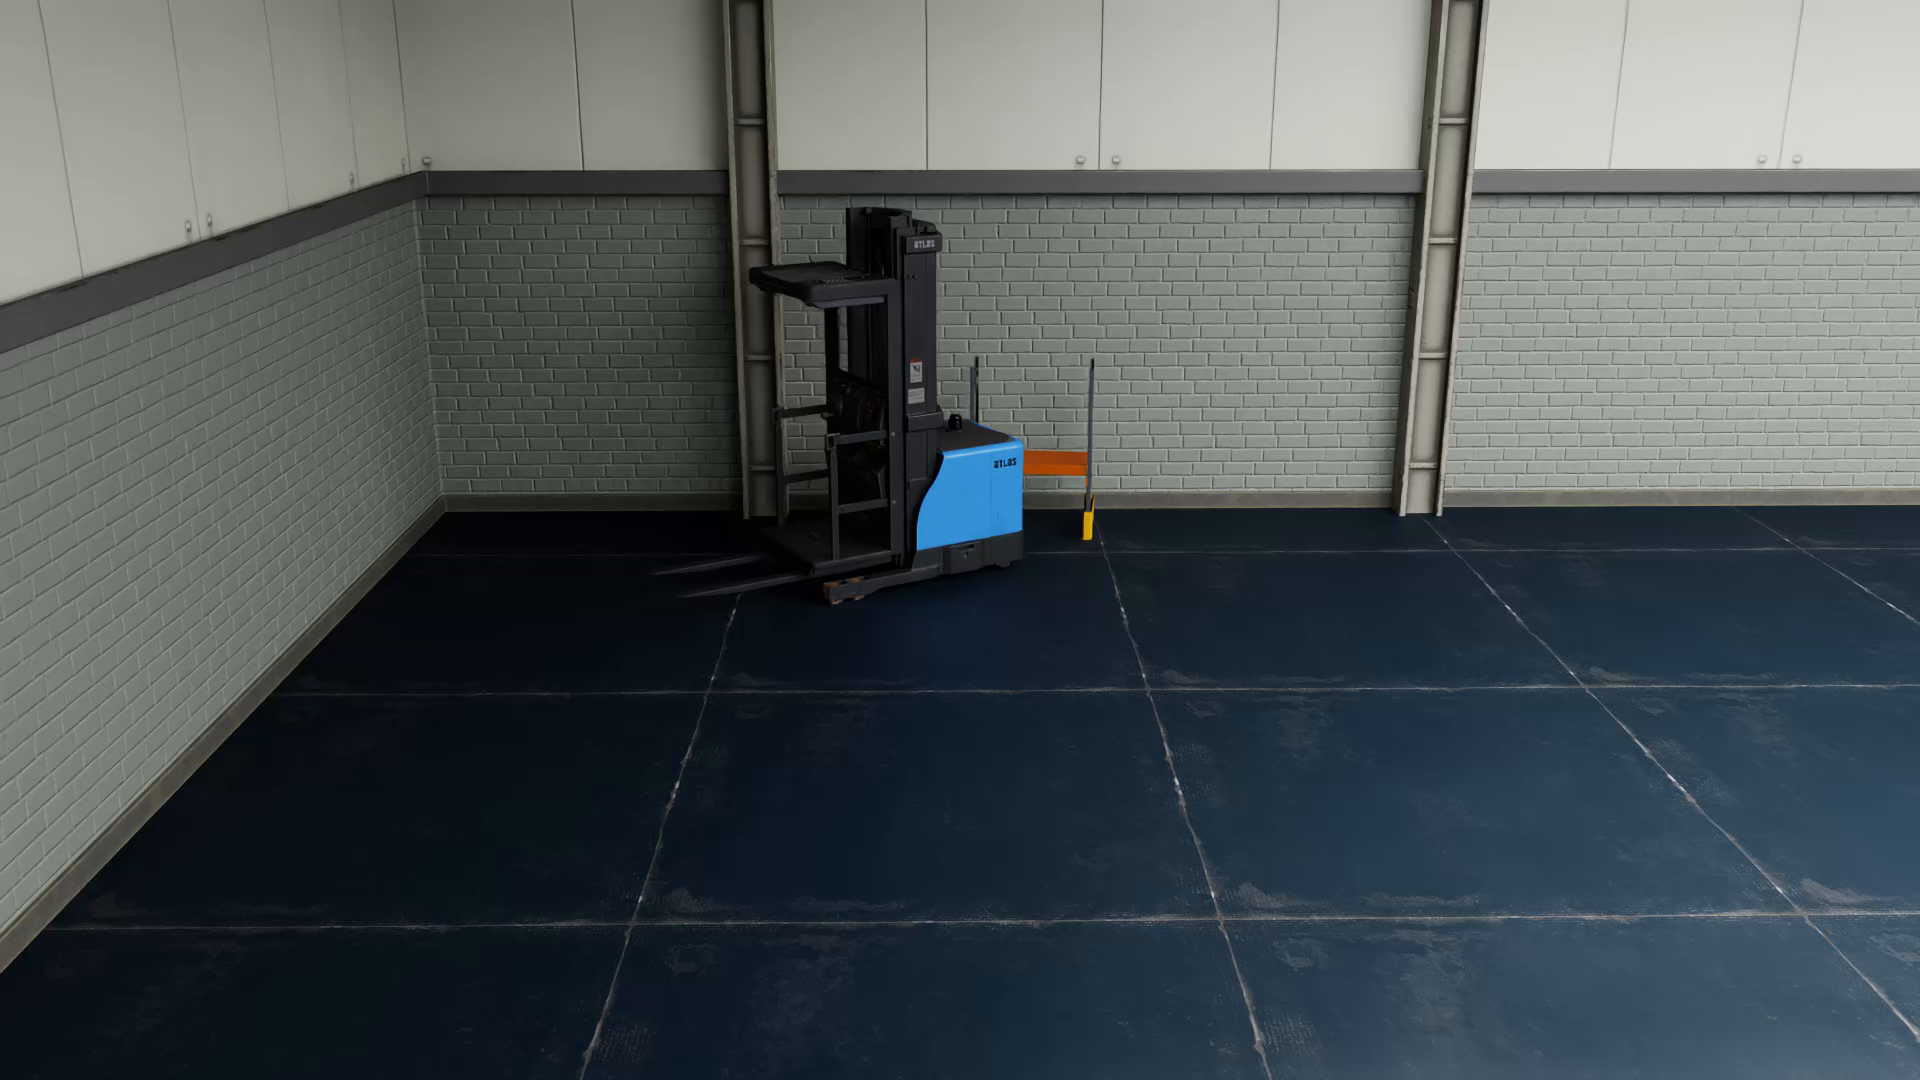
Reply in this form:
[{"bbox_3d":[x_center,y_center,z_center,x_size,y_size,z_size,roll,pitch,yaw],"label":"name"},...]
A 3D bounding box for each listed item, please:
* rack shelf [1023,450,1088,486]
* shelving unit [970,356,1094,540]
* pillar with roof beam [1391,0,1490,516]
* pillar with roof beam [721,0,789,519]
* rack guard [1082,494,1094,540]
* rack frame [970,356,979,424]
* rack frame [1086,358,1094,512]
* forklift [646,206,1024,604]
[{"bbox_3d":[0.634,-0.650,14.708,1.000,0.185,0.538,2,18,5],"label":"rack shelf"},{"bbox_3d":[0.643,-0.821,14.652,1.083,1.500,0.587,2,18,5],"label":"shelving unit"},{"bbox_3d":[4.287,-3.239,9.913,0.400,9.000,9.100,0,18,-1],"label":"pillar with roof beam"},{"bbox_3d":[-1.712,-3.210,9.822,0.400,9.000,9.100,0,18,-1],"label":"pillar with roof beam"},{"bbox_3d":[1.139,-0.211,14.797,0.087,0.250,0.587,2,18,5],"label":"rack guard"},{"bbox_3d":[0.128,-0.837,14.700,0.032,1.500,0.500,2,18,5],"label":"rack frame"},{"bbox_3d":[1.140,-0.806,14.606,0.032,1.500,0.500,2,18,5],"label":"rack frame"},{"bbox_3d":[-0.996,-1.079,13.113,3.031,2.935,1.130,-10,21,-29],"label":"forklift"}]
